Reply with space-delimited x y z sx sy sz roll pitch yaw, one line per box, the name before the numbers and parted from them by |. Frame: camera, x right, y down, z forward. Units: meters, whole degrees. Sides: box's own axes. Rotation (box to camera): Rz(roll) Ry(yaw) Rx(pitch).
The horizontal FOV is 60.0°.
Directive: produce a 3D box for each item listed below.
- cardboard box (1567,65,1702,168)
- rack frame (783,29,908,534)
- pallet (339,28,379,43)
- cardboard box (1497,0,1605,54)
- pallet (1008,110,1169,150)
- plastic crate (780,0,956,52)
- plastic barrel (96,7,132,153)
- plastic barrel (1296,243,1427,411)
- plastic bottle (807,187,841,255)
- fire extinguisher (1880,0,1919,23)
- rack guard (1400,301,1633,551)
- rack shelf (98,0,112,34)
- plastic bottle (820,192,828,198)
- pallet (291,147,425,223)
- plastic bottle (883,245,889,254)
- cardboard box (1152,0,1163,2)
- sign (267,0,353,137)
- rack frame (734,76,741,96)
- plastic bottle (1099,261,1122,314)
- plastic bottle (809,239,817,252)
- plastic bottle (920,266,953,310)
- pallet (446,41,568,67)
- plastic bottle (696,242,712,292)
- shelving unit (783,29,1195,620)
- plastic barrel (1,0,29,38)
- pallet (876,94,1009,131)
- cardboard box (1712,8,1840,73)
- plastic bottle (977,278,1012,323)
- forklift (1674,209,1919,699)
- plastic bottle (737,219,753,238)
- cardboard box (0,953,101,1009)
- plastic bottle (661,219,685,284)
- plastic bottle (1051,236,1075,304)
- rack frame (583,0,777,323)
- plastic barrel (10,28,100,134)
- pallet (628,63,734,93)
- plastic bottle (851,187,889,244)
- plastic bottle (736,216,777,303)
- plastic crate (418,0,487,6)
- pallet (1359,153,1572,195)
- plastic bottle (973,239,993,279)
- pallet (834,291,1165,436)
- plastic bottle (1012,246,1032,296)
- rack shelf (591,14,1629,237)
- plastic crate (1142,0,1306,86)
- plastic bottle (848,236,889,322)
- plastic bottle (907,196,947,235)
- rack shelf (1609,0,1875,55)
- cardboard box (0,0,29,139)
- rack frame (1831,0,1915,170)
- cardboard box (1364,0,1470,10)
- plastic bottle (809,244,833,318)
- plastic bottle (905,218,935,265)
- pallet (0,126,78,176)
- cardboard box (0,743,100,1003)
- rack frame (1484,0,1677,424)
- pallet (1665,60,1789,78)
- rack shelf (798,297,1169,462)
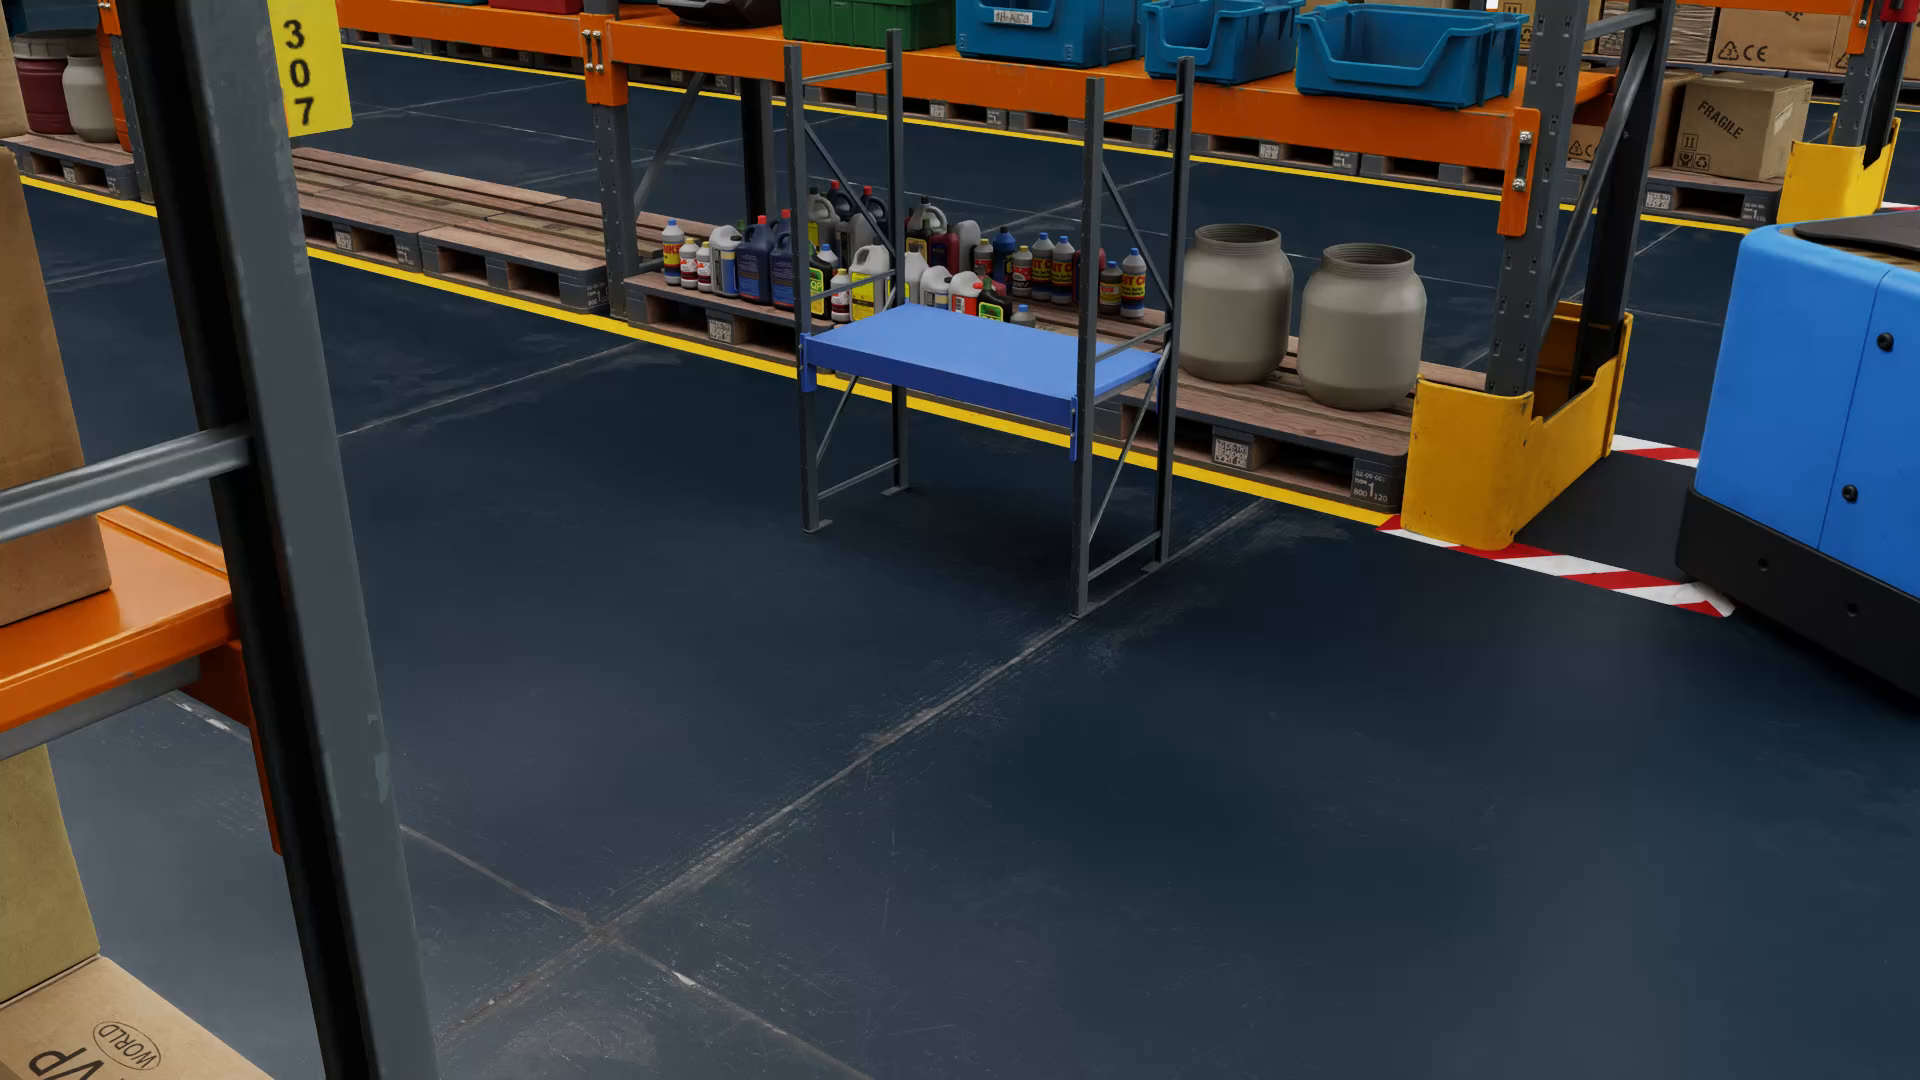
cardboard box | 3.949 -2.490 9.762 0.500 0.500 0.500 -17 29 -34
rack frame | -0.339 -0.789 5.180 0.032 1.500 0.500 17 29 33
pallet | -6.206 -5.282 16.976 1.213 0.211 1.003 17 29 33
cardboard box | 5.254 -4.741 14.403 0.875 0.875 0.875 17 29 34
pallet | 1.113 -3.031 11.868 1.213 0.211 1.003 17 29 33
plastic crate | -0.317 -2.005 6.344 0.662 0.188 0.450 17 29 33
plastic barrel | -4.836 -2.801 10.057 0.708 0.830 0.600 17 29 33
plastic barrel | 1.395 -0.742 5.780 0.421 0.512 0.421 0 24 0
plastic bottle | -0.632 -1.401 7.450 0.185 0.351 0.144 17 29 33
fire extinguisher | 4.753 -2.941 8.300 0.183 0.674 0.296 17 29 33
rack guard | 1.878 -0.414 5.569 0.348 0.500 1.175 17 29 33
rack shelf | -6.035 -3.643 10.691 4.000 0.370 1.077 17 29 33
plastic bottle | -0.651 -1.470 7.689 0.133 0.283 0.061 19 30 36
pallet | -3.838 -2.013 9.557 1.213 0.211 1.003 17 29 33
plastic bottle | -0.276 -1.053 6.752 0.135 0.276 0.152 17 29 33
cardboard box | 2.025 -5.649 16.620 0.750 0.750 1.050 16 29 33
sign | -0.669 -0.567 1.645 0.005 0.325 0.100 17 29 33
rack frame | -1.464 -5.087 13.075 0.127 3.000 1.000 17 29 33
plastic bottle | 0.621 -1.039 6.813 0.097 0.201 0.097 0 24 0
plastic bottle | -0.648 -1.149 6.976 0.097 0.271 0.097 0 24 0
plastic bottle | -0.062 -0.915 6.439 0.135 0.276 0.152 16 28 32
pallet | -4.002 -4.616 15.464 1.213 0.211 1.003 17 29 33
plastic bottle | -1.079 -1.175 7.121 0.097 0.201 0.097 0 24 0
shelving unit | 0.068 -0.666 4.901 1.048 1.500 0.538 17 29 33
plastic barrel | -6.643 -3.380 11.282 0.708 0.901 0.600 17 29 33
pallet | 0.133 -3.326 12.537 1.213 0.211 1.003 17 29 33
cardboard box | 6.706 -4.303 13.410 0.875 0.875 0.875 16 29 32
plastic bottle | 0.130 -0.838 6.254 0.133 0.283 0.061 18 29 35
forklift | 3.680 -1.243 4.436 3.031 2.935 1.130 -9 25 -19
plastic bottle | -0.903 -1.226 7.137 0.133 0.283 0.061 17 29 33
cardboard box | -1.704 0.788 2.631 0.500 0.250 0.500 17 29 33
plastic bottle | -1.241 -1.256 7.218 0.097 0.271 0.097 0 24 0
plastic bottle | 0.429 -1.129 6.930 0.097 0.271 0.097 0 24 0
rack frame | -1.233 -2.522 7.253 0.127 3.000 1.000 17 29 33
plastic barrel | -5.740 -2.963 10.725 0.708 0.588 0.600 17 29 33
pallet | -2.049 -4.026 14.125 1.213 0.211 1.003 17 29 33
plastic bottle | -0.392 -1.401 7.450 0.185 0.351 0.144 15 28 31
plastic bottle | -0.836 -1.182 6.951 0.185 0.351 0.144 18 29 35
plastic crate | -2.303 -2.681 7.634 0.575 0.384 0.392 17 29 33
pallet | 3.276 -2.398 10.430 1.213 0.211 1.003 17 29 33
plastic bottle | 0.105 -1.195 7.166 0.097 0.201 0.097 0 24 0
pallet | 0.259 -0.775 6.747 1.213 0.211 1.003 17 29 33
plastic bottle | 0.270 -1.145 7.053 0.097 0.201 0.097 0 24 0
rack shelf | 0.367 -1.709 6.300 4.000 0.370 1.077 17 29 33
plastic crate | 0.871 -1.670 5.503 0.408 0.251 0.499 17 29 33
plastic bottle | -0.345 -1.033 6.614 0.185 0.351 0.144 17 29 33
plastic bottle | -0.133 -1.323 7.273 0.185 0.351 0.144 17 29 33
rack shelf | 3.337 -3.307 9.927 4.000 0.370 1.077 17 29 33
cardboard box | -1.191 -0.464 1.654 0.250 0.149 0.380 17 29 33
rack frame | 4.938 -3.152 8.684 0.127 3.000 1.000 17 29 33
cardboard box | 4.242 -4.979 15.100 0.750 0.750 1.050 17 29 33
plastic bottle | -0.578 -1.052 6.740 0.133 0.283 0.061 18 30 36
plastic bottle | -0.174 -1.253 7.197 0.133 0.283 0.061 17 29 33
pallet | -6.062 -2.685 11.082 1.213 0.211 1.003 17 29 33
cardboard box | -1.703 0.444 2.481 0.500 0.500 0.500 17 29 33
rack frame | 1.967 -1.554 5.057 0.127 3.000 1.000 17 29 33
pallet | 6.335 -3.915 13.875 1.213 0.211 1.003 17 29 33
rack shelf | 0.068 -0.501 4.973 1.000 0.185 0.538 17 29 33
